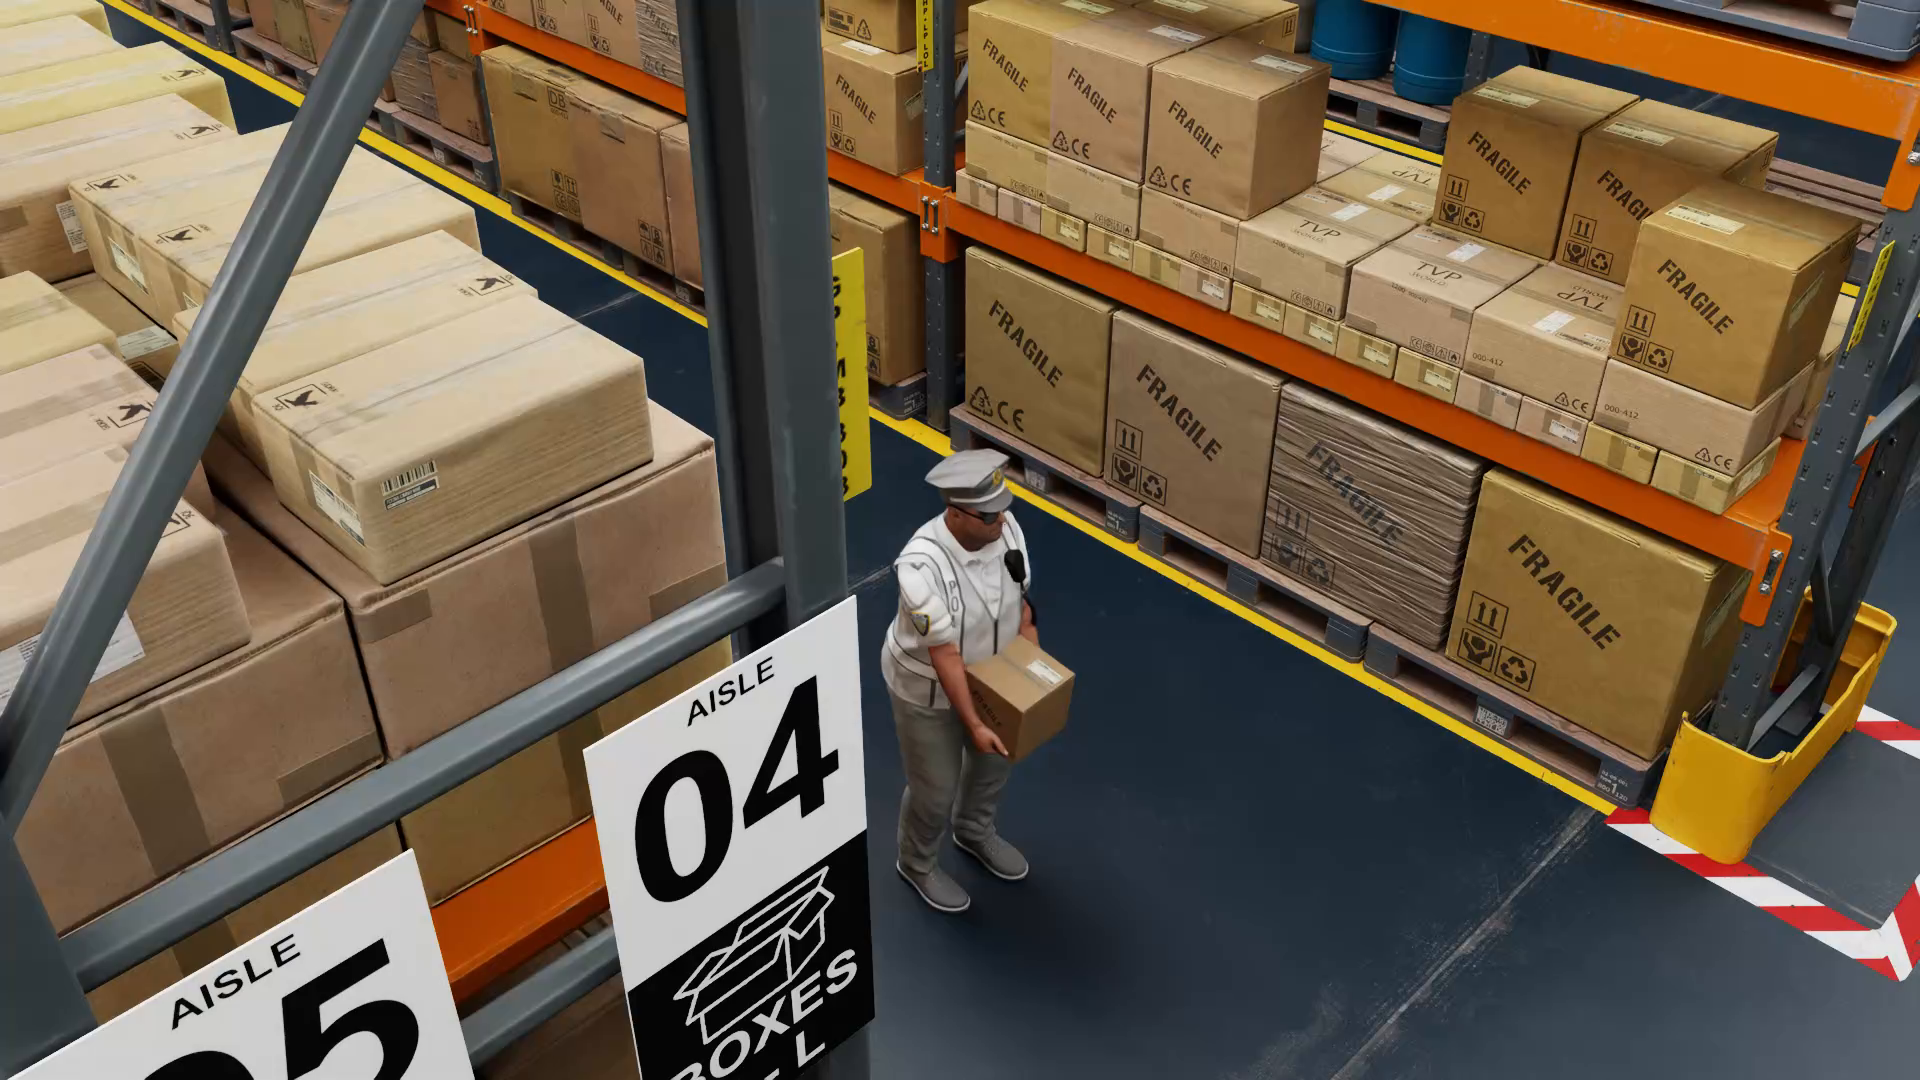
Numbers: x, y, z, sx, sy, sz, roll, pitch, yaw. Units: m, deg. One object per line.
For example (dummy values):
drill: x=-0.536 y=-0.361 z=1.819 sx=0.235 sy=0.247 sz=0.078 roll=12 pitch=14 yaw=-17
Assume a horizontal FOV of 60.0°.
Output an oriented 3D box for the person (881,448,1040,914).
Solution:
person: x=0.043 y=0.476 z=5.467 sx=0.581 sy=1.759 sz=0.489 roll=29 pitch=44 yaw=34
